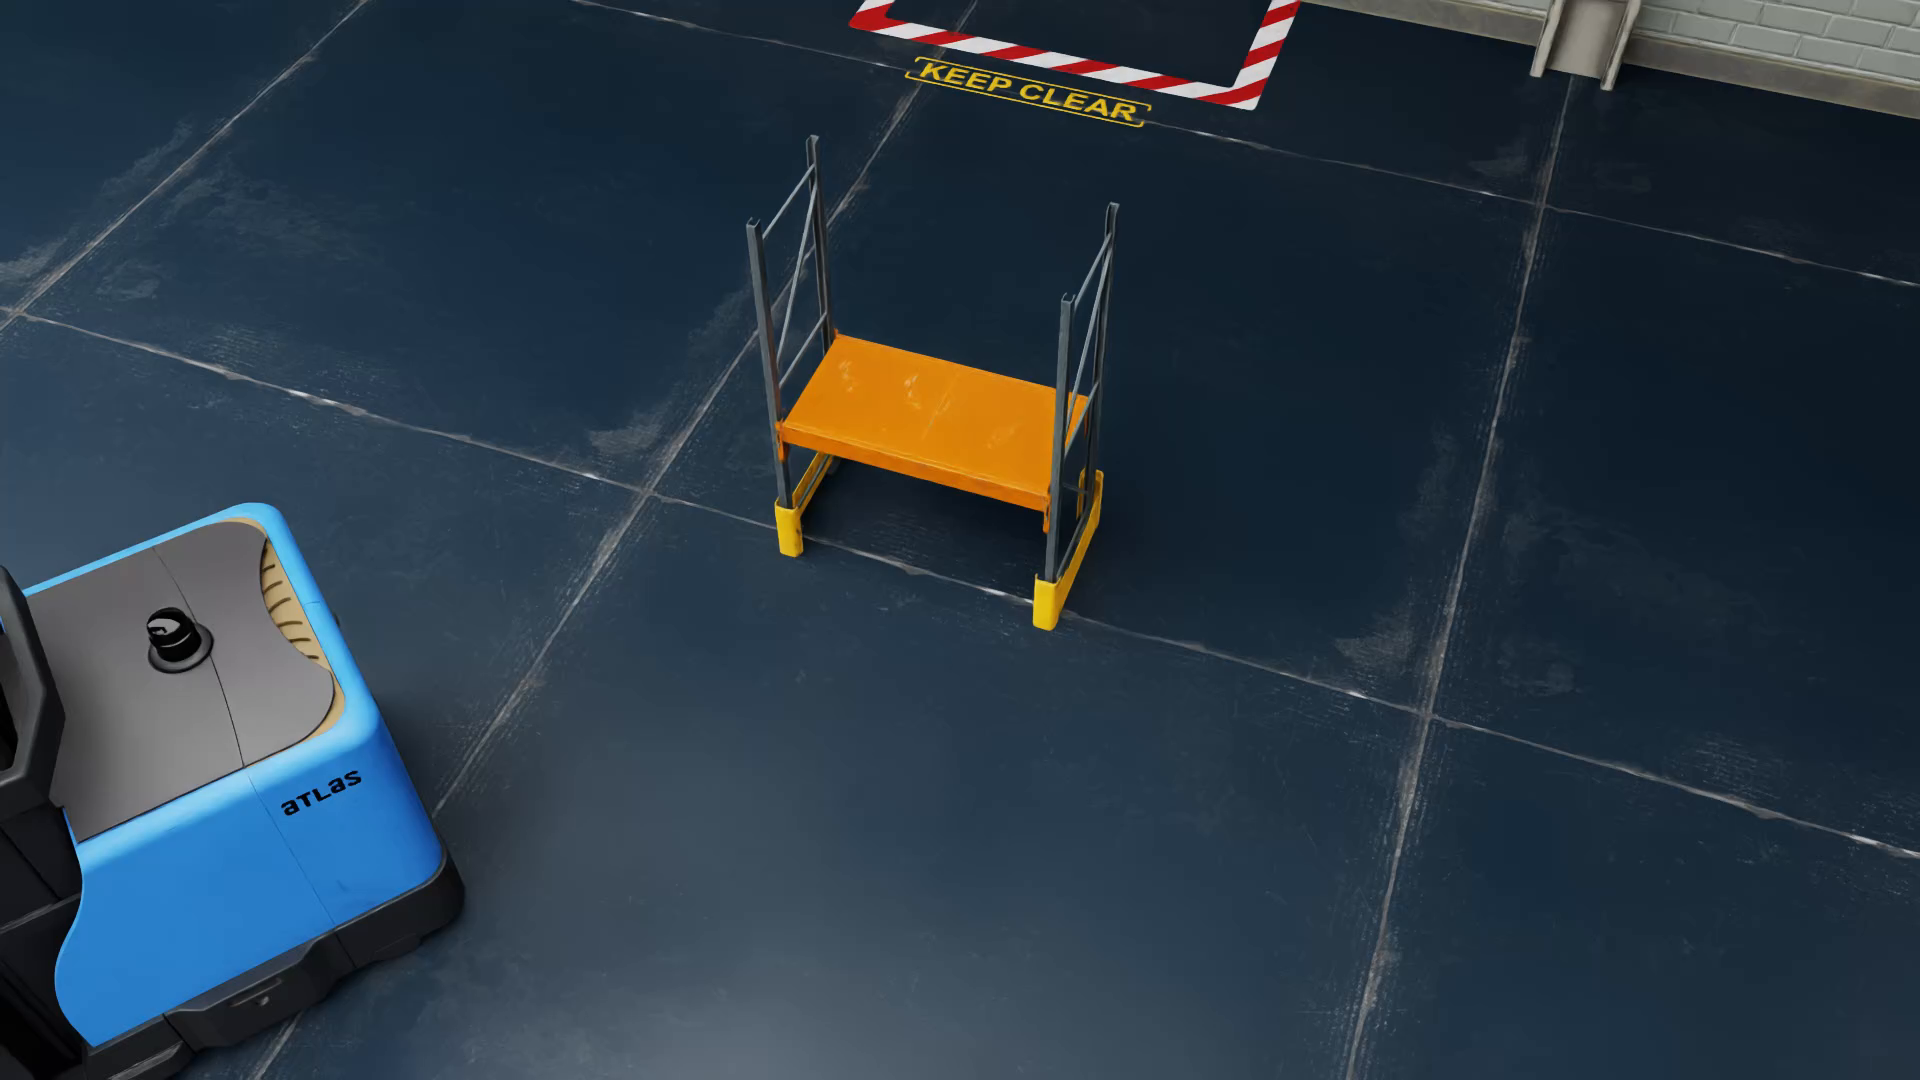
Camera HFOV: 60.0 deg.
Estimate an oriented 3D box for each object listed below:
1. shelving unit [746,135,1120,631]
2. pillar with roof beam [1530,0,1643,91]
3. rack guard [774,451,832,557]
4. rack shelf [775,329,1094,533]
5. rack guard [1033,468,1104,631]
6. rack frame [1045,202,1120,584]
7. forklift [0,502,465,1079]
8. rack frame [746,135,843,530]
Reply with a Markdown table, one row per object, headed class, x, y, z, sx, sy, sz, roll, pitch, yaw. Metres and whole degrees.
| class | x | y | z | sx | sy | sz | roll | pitch | yaw |
| --- | --- | --- | --- | --- | --- | --- | --- | --- | --- |
| shelving unit | -0.072 | -0.511 | 5.701 | 1.083 | 1.500 | 0.587 | 16 | 51 | 13 |
| pillar with roof beam | 1.574 | -2.258 | 2.252 | 0.400 | 9.000 | 9.100 | 16 | 51 | 13 |
| rack guard | -0.539 | -0.232 | 6.286 | 0.087 | 0.250 | 0.587 | 16 | 51 | 13 |
| rack shelf | -0.080 | -0.396 | 5.839 | 1.000 | 0.185 | 0.538 | 16 | 51 | 13 |
| rack guard | 0.396 | 0.029 | 6.060 | 0.087 | 0.250 | 0.587 | 16 | 51 | 13 |
| rack frame | 0.397 | -0.380 | 5.587 | 0.032 | 1.500 | 0.500 | 16 | 51 | 13 |
| forklift | -3.064 | 0.512 | 3.867 | 3.031 | 2.935 | 1.130 | -26 | 54 | -21 |
| rack frame | -0.557 | -0.647 | 5.818 | 0.032 | 1.500 | 0.500 | 16 | 51 | 13 |
